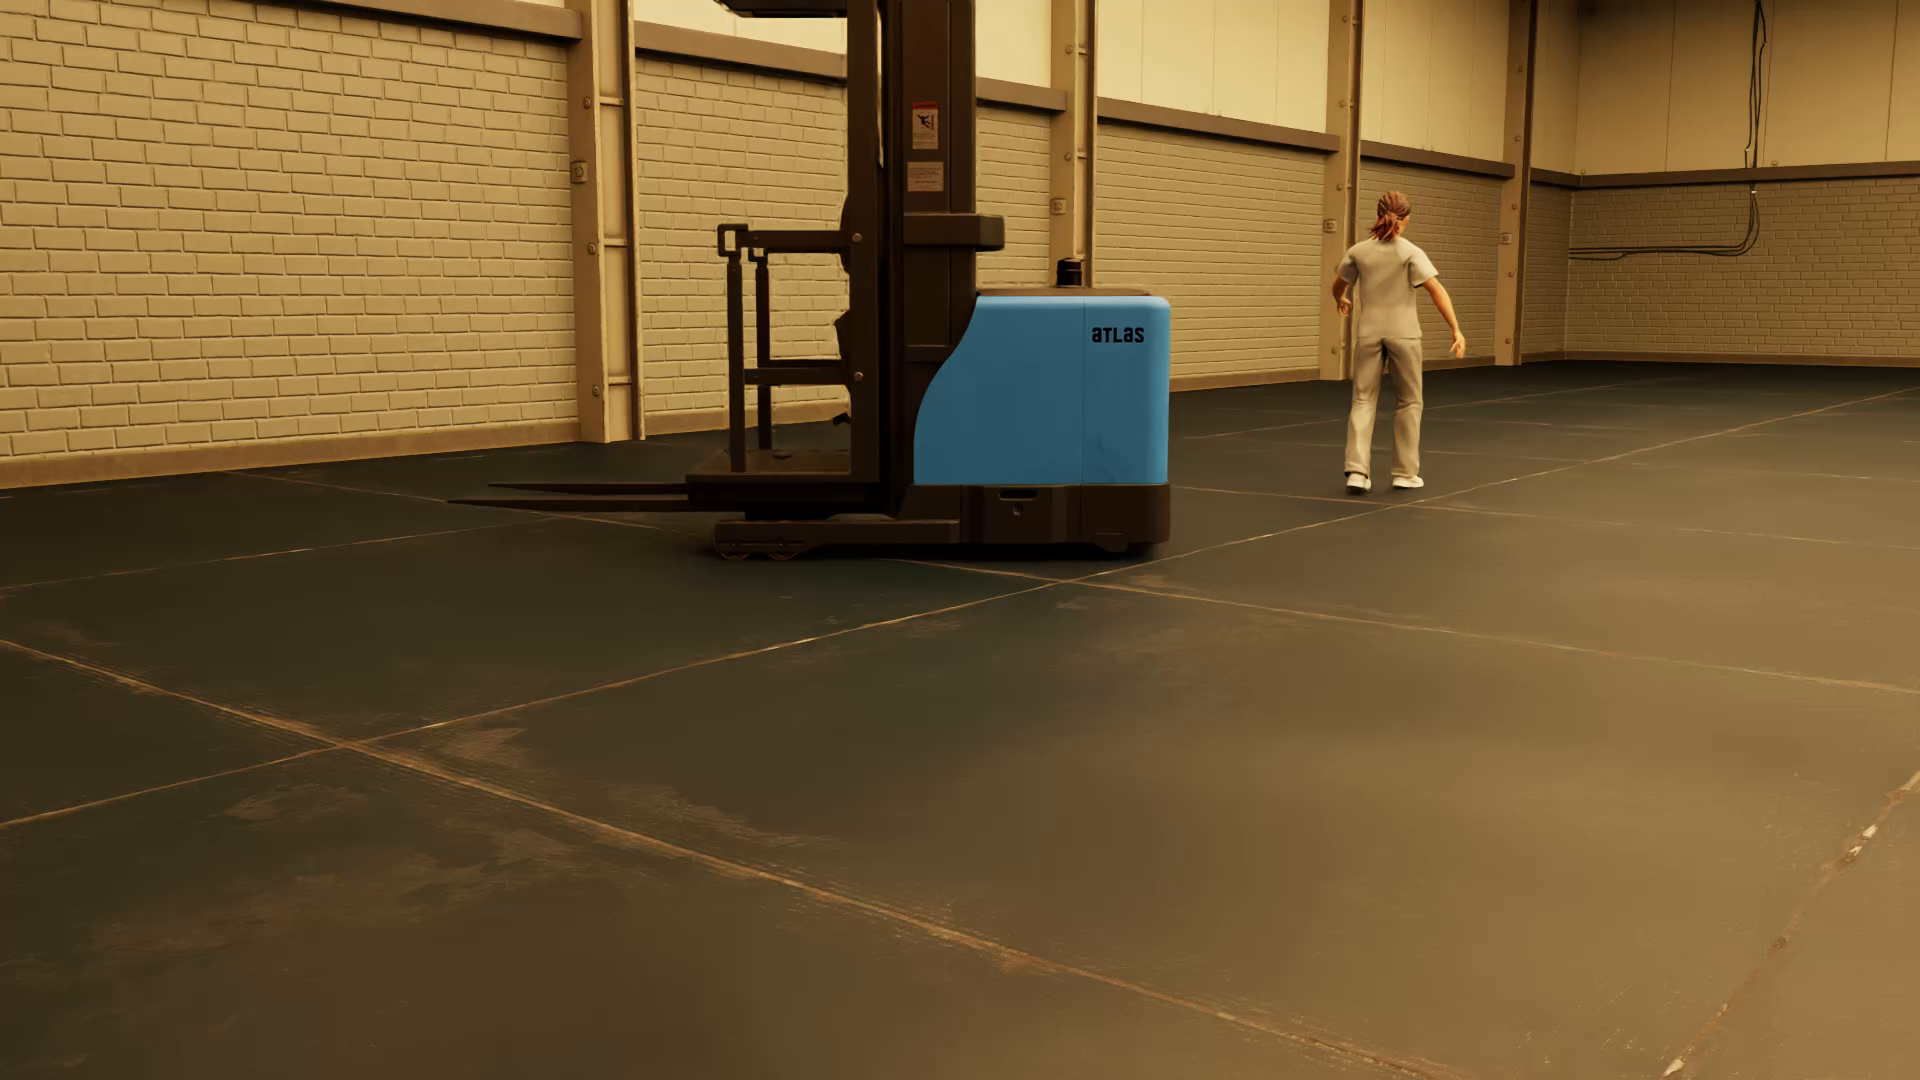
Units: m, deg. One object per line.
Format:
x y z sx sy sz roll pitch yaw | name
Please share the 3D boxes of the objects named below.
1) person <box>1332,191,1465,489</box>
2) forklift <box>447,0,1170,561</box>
2.411 -1.093 9.230 0.857 1.657 0.735 5 10 30 | person
-0.646 -1.443 7.140 3.031 2.935 1.130 0 8 0 | forklift
